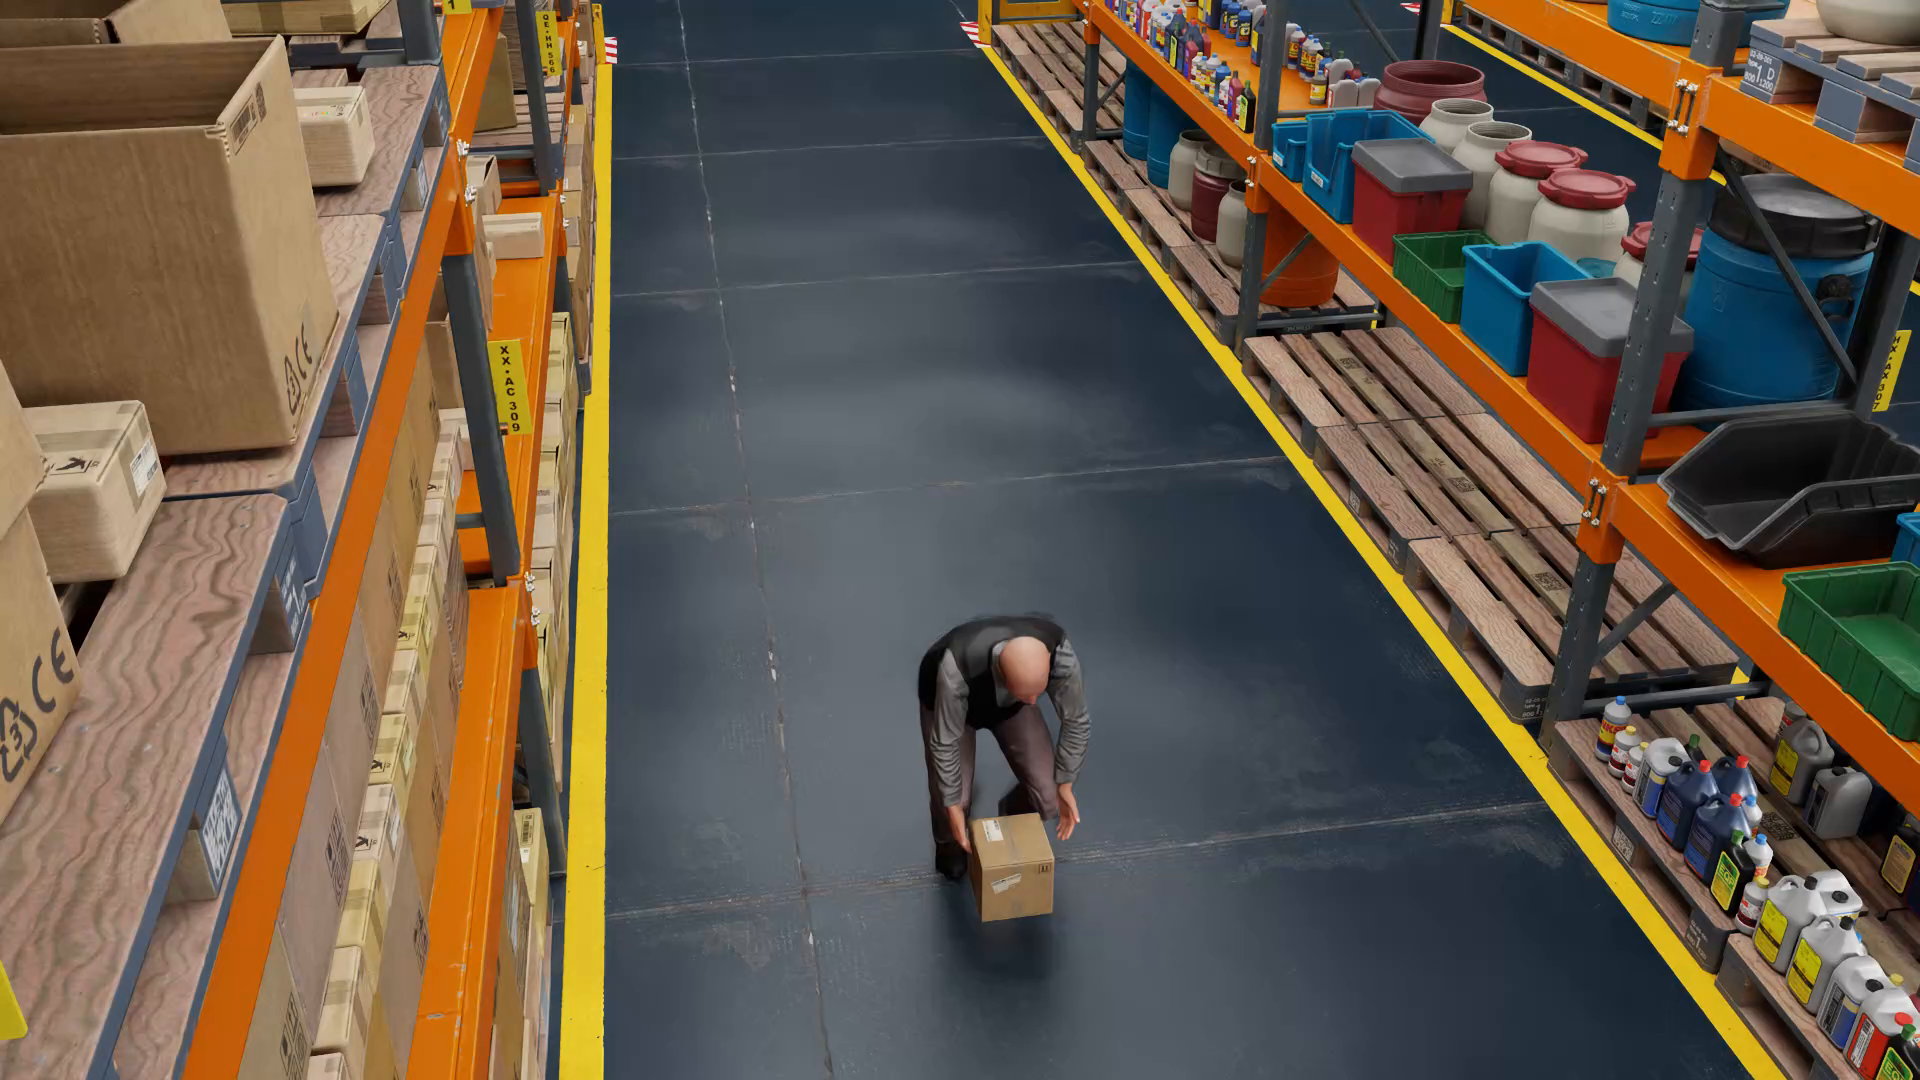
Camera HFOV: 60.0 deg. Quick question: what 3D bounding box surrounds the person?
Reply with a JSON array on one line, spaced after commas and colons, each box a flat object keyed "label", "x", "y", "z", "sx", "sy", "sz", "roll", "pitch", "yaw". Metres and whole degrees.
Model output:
[{"label": "person", "x": 0.148, "y": 0.741, "z": 6.005, "sx": 0.579, "sy": 1.108, "sz": 0.798, "roll": -5, "pitch": 31, "yaw": -9}]
